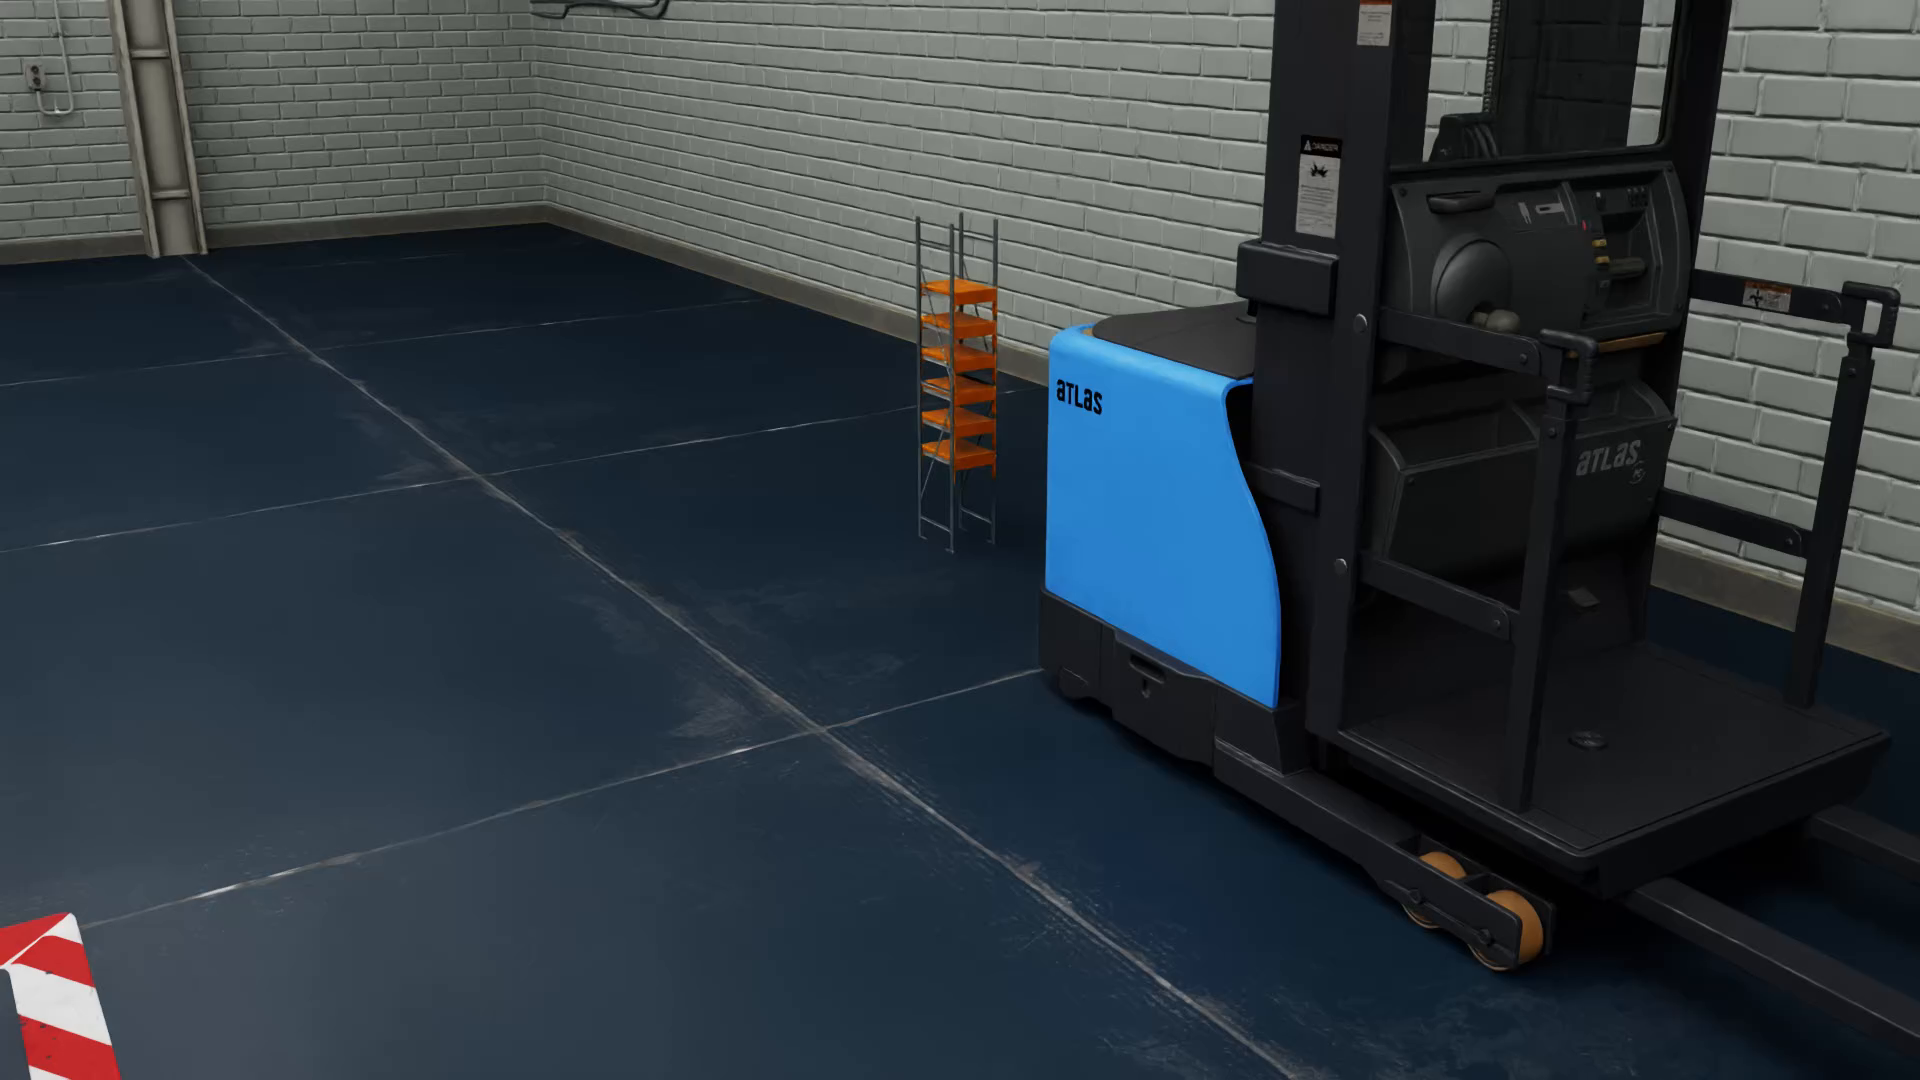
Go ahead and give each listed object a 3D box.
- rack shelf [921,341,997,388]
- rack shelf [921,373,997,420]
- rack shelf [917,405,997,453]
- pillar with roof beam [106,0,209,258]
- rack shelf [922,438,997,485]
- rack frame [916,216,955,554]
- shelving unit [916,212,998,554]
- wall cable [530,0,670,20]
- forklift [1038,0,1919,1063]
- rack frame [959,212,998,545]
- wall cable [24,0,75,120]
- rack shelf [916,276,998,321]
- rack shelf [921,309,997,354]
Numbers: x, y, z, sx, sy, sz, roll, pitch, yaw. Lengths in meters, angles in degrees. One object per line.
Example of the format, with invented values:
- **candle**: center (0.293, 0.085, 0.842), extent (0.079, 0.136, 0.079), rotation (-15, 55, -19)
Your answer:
- **rack shelf**: center (-0.012, -0.637, 6.021), extent (0.180, 0.103, 0.258), rotation (-12, 22, -31)
- **rack shelf**: center (-0.012, -0.524, 6.059), extent (0.180, 0.103, 0.258), rotation (-12, 22, -31)
- **rack shelf**: center (-0.012, -0.410, 6.098), extent (0.180, 0.103, 0.258), rotation (-12, 22, -31)
- **pillar with roof beam**: center (-3.624, -5.304, 7.884), extent (0.400, 9.000, 9.100), rotation (-12, 22, -31)
- **rack shelf**: center (-0.012, -0.296, 6.136), extent (0.180, 0.103, 0.258), rotation (-12, 22, -31)
- **rack frame**: center (-0.088, -0.550, 5.997), extent (0.006, 1.200, 0.240), rotation (-12, 22, -31)
- **shelving unit**: center (-0.012, -0.566, 6.045), extent (0.189, 1.200, 0.258), rotation (-12, 22, -31)
- **wall cable**: center (-2.851, -5.178, 12.360), extent (0.112, 2.526, 3.097), rotation (-12, 22, -31)
- **forklift**: center (1.435, -0.644, 3.573), extent (1.130, 2.935, 3.031), rotation (-11, 22, -30)
- **rack frame**: center (0.064, -0.582, 6.093), extent (0.006, 1.200, 0.240), rotation (-12, 22, -31)
- **wall cable**: center (-7.222, -3.867, 11.412), extent (1.851, 1.984, 0.084), rotation (-12, 22, -31)
- **rack shelf**: center (-0.012, -0.865, 5.944), extent (0.180, 0.103, 0.258), rotation (-12, 22, -31)
- **rack shelf**: center (-0.012, -0.751, 5.982), extent (0.180, 0.103, 0.258), rotation (-12, 22, -31)
